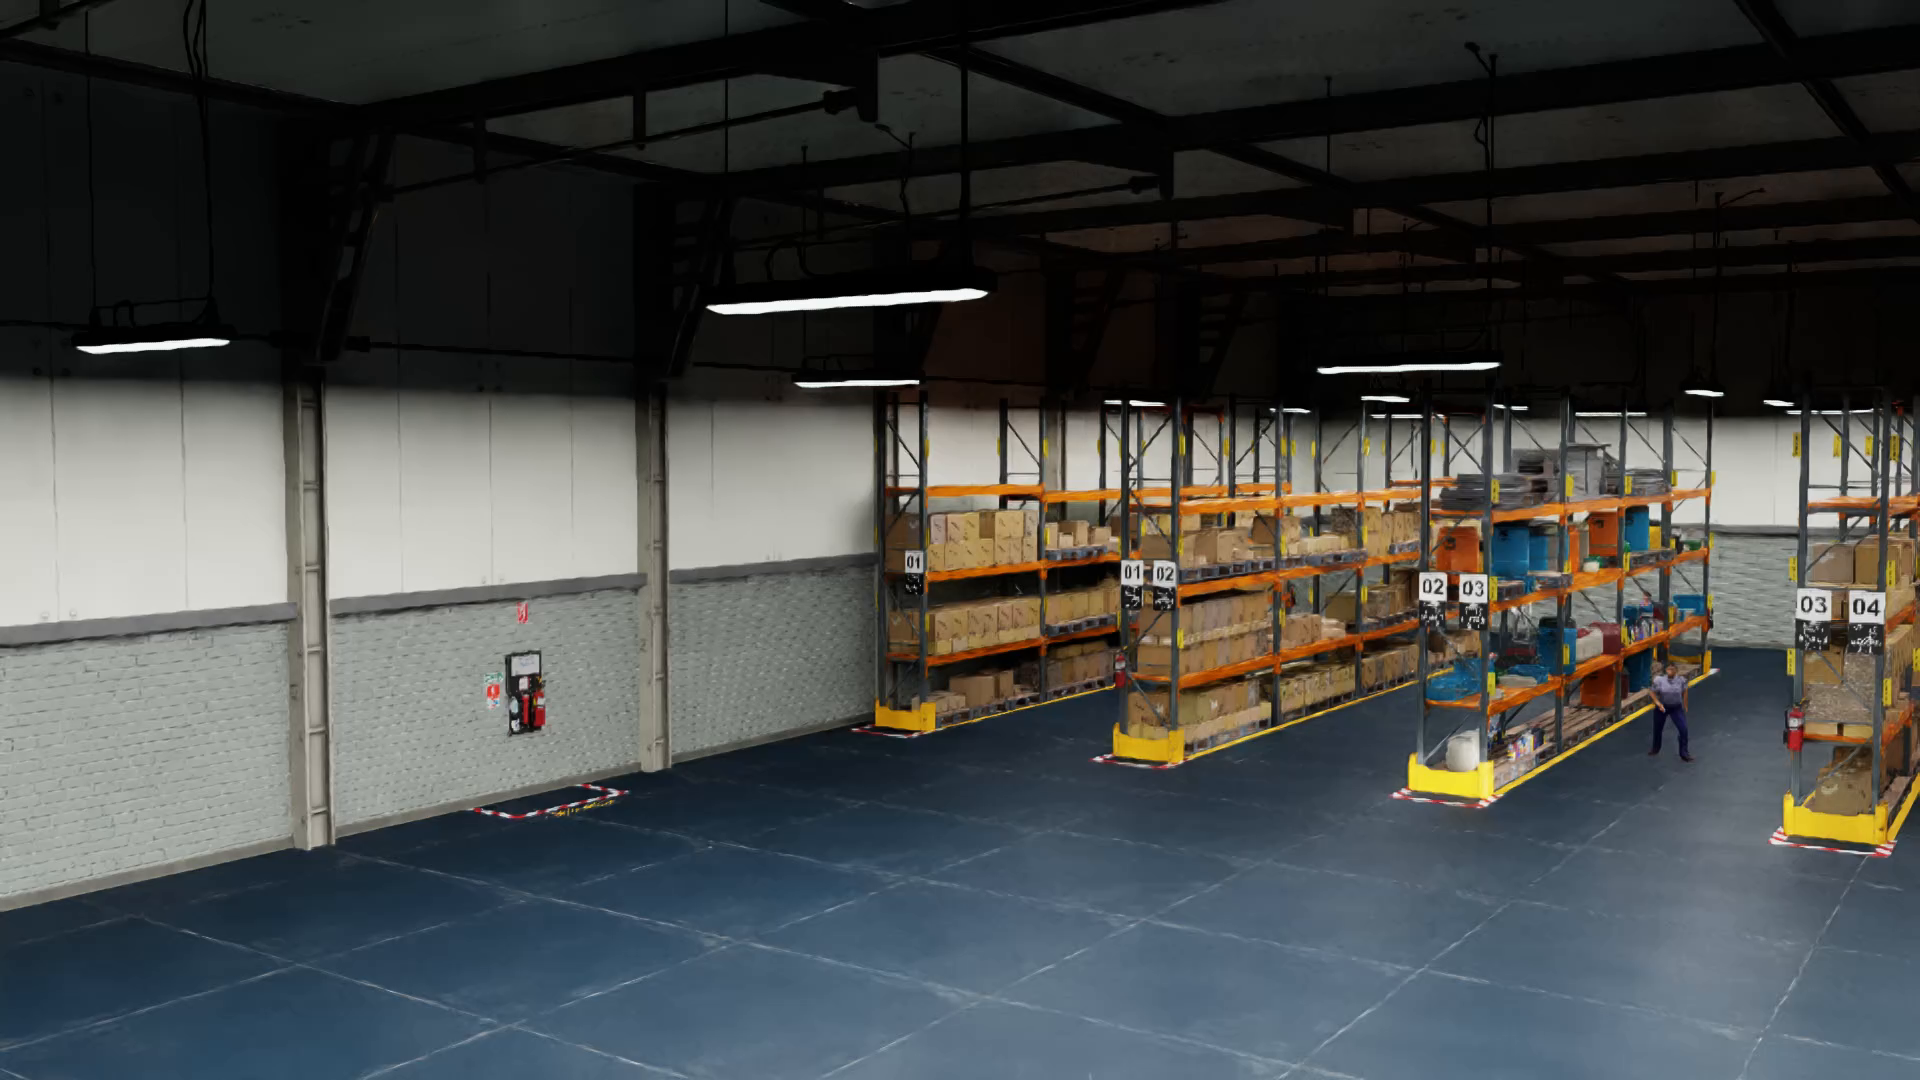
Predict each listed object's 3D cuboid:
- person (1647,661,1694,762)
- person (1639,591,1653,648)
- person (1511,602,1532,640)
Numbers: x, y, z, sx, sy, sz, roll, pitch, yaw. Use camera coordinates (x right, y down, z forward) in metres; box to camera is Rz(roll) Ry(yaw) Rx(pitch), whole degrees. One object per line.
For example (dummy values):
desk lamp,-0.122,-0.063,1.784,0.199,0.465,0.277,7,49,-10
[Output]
person,11.426,2.721,26.728,0.656,1.581,0.818,1,3,18
person,16.662,1.990,40.367,0.417,1.517,1.036,2,4,37
person,14.249,1.849,42.245,0.639,1.606,0.807,1,3,18
